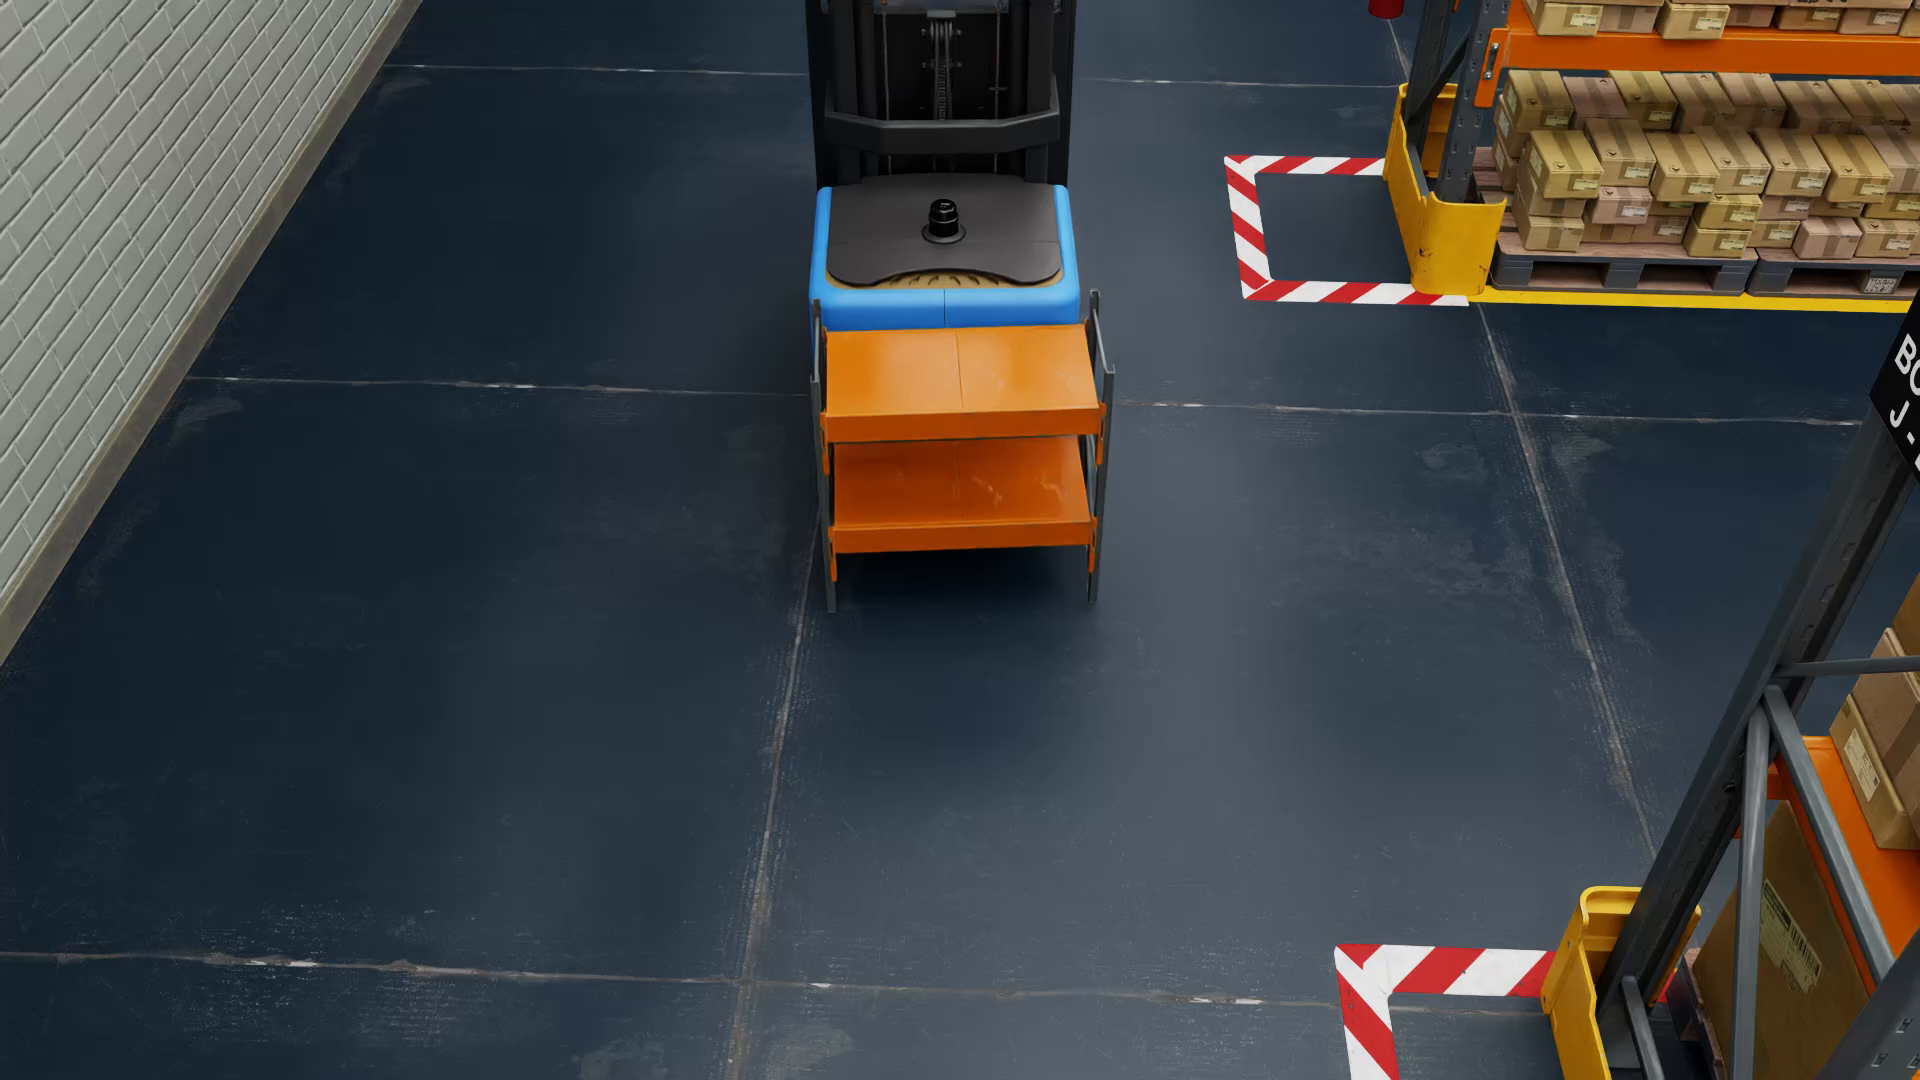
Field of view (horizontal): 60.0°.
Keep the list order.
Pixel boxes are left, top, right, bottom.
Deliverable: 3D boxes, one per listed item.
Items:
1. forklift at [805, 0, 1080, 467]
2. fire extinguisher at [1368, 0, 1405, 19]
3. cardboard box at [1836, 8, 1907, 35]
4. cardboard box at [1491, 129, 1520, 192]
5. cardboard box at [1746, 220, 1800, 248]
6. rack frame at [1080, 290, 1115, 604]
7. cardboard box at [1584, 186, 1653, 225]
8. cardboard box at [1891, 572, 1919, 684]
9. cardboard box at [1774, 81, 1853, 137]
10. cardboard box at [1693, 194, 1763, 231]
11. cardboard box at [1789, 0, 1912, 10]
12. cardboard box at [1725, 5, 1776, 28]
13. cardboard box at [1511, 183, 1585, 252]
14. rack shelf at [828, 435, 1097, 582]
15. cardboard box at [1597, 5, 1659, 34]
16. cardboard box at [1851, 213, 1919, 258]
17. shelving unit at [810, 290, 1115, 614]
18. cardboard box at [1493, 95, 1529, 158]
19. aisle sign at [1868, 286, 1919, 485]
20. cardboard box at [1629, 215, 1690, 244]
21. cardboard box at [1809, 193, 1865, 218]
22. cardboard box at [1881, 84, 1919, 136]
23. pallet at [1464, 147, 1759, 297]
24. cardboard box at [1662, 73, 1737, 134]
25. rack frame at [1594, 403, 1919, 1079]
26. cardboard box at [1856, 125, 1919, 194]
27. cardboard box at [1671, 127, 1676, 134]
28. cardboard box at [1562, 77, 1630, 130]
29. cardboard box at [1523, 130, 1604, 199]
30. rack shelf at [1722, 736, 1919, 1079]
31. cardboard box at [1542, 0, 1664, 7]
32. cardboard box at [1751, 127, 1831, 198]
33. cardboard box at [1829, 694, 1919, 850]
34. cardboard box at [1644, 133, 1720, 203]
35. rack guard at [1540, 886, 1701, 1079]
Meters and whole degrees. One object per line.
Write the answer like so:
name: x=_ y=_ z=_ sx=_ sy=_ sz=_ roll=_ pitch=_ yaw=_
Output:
forklift: x=-0.082 y=-2.205 z=6.967 sx=1.130 sy=2.935 sz=3.031 roll=-1 pitch=43 yaw=-1
fire extinguisher: x=2.084 y=-2.837 z=7.925 sx=0.183 sy=0.674 sz=0.296 roll=2 pitch=43 yaw=2
cardboard box: x=3.927 y=-2.363 z=7.271 sx=0.250 sy=0.149 sz=0.380 roll=1 pitch=43 yaw=1
cardboard box: x=2.850 y=-1.916 z=8.389 sx=0.250 sy=0.149 sz=0.380 roll=2 pitch=43 yaw=3
cardboard box: x=3.847 y=-1.575 z=8.024 sx=0.250 sy=0.149 sz=0.380 roll=2 pitch=43 yaw=2
rack frame: x=0.506 y=-0.332 z=6.281 sx=0.032 sy=1.125 sz=0.500 roll=-2 pitch=43 yaw=-2
cardboard box: x=3.098 y=-1.661 z=7.898 sx=0.250 sy=0.149 sz=0.380 roll=2 pitch=43 yaw=2
cardboard box: x=2.489 y=0.203 z=3.674 sx=0.500 sy=0.500 sz=0.500 roll=2 pitch=43 yaw=2
cardboard box: x=4.153 y=-2.091 z=8.140 sx=0.250 sy=0.149 sz=0.380 roll=0 pitch=43 yaw=0
cardboard box: x=3.598 y=-1.632 z=7.866 sx=0.250 sy=0.149 sz=0.380 roll=3 pitch=43 yaw=3
cardboard box: x=3.776 y=-2.600 z=7.049 sx=0.500 sy=0.500 sz=0.500 roll=2 pitch=43 yaw=2
cardboard box: x=3.412 y=-2.415 z=7.326 sx=0.250 sy=0.149 sz=0.380 roll=4 pitch=43 yaw=4
cardboard box: x=2.824 y=-1.556 z=8.003 sx=0.250 sy=0.149 sz=0.380 roll=3 pitch=43 yaw=3
rack shelf: x=-0.002 y=-0.136 z=6.429 sx=1.000 sy=0.278 sz=0.538 roll=-2 pitch=43 yaw=-2
cardboard box: x=2.880 y=-2.375 z=7.283 sx=0.250 sy=0.149 sz=0.380 roll=3 pitch=43 yaw=3
cardboard box: x=4.370 y=-1.517 z=7.962 sx=0.250 sy=0.149 sz=0.380 roll=2 pitch=43 yaw=2
shelving unit: x=-0.002 y=-0.314 z=6.262 sx=1.048 sy=1.125 sz=0.538 roll=-2 pitch=43 yaw=-2
cardboard box: x=2.855 y=-2.077 z=8.344 sx=0.250 sy=0.149 sz=0.380 roll=1 pitch=43 yaw=1
aisle sign: x=1.932 y=-0.463 z=3.139 sx=0.004 sy=0.787 sz=0.394 roll=2 pitch=43 yaw=2
cardboard box: x=3.338 y=-1.601 z=8.051 sx=0.250 sy=0.149 sz=0.380 roll=2 pitch=43 yaw=2
cardboard box: x=4.140 y=-1.708 z=7.948 sx=0.250 sy=0.149 sz=0.380 roll=4 pitch=43 yaw=4
cardboard box: x=4.661 y=-2.067 z=8.116 sx=0.250 sy=0.149 sz=0.380 roll=0 pitch=43 yaw=0
pallet: x=3.201 y=-1.608 z=8.321 sx=1.213 sy=0.211 sz=1.003 roll=2 pitch=43 yaw=2
cardboard box: x=3.624 y=-2.144 z=8.198 sx=0.250 sy=0.149 sz=0.380 roll=0 pitch=43 yaw=0
rack frame: x=1.991 y=0.695 z=3.803 sx=0.127 sy=3.000 sz=1.000 roll=2 pitch=43 yaw=2
cardboard box: x=4.394 y=-1.791 z=7.819 sx=0.250 sy=0.149 sz=0.380 roll=2 pitch=43 yaw=2
cardboard box: x=3.638 y=-1.984 z=8.244 sx=0.250 sy=0.149 sz=0.380 roll=1 pitch=43 yaw=1
cardboard box: x=3.104 y=-2.117 z=8.169 sx=0.250 sy=0.149 sz=0.380 roll=3 pitch=43 yaw=3
cardboard box: x=2.823 y=-1.760 z=7.786 sx=0.250 sy=0.149 sz=0.380 roll=0 pitch=43 yaw=0
rack shelf: x=3.989 y=1.020 z=3.983 sx=4.000 sy=0.370 sz=1.077 roll=2 pitch=43 yaw=2
cardboard box: x=2.751 y=-2.623 z=7.073 sx=0.500 sy=0.500 sz=0.500 roll=4 pitch=43 yaw=4
cardboard box: x=3.878 y=-1.772 z=7.799 sx=0.250 sy=0.149 sz=0.380 roll=3 pitch=43 yaw=4
cardboard box: x=2.361 y=0.574 z=4.118 sx=0.250 sy=0.149 sz=0.380 roll=3 pitch=43 yaw=3
cardboard box: x=3.350 y=-1.739 z=7.763 sx=0.250 sy=0.149 sz=0.380 roll=2 pitch=43 yaw=2
rack guard: x=1.967 y=1.609 z=4.656 sx=0.348 sy=0.500 sz=1.175 roll=2 pitch=43 yaw=2
